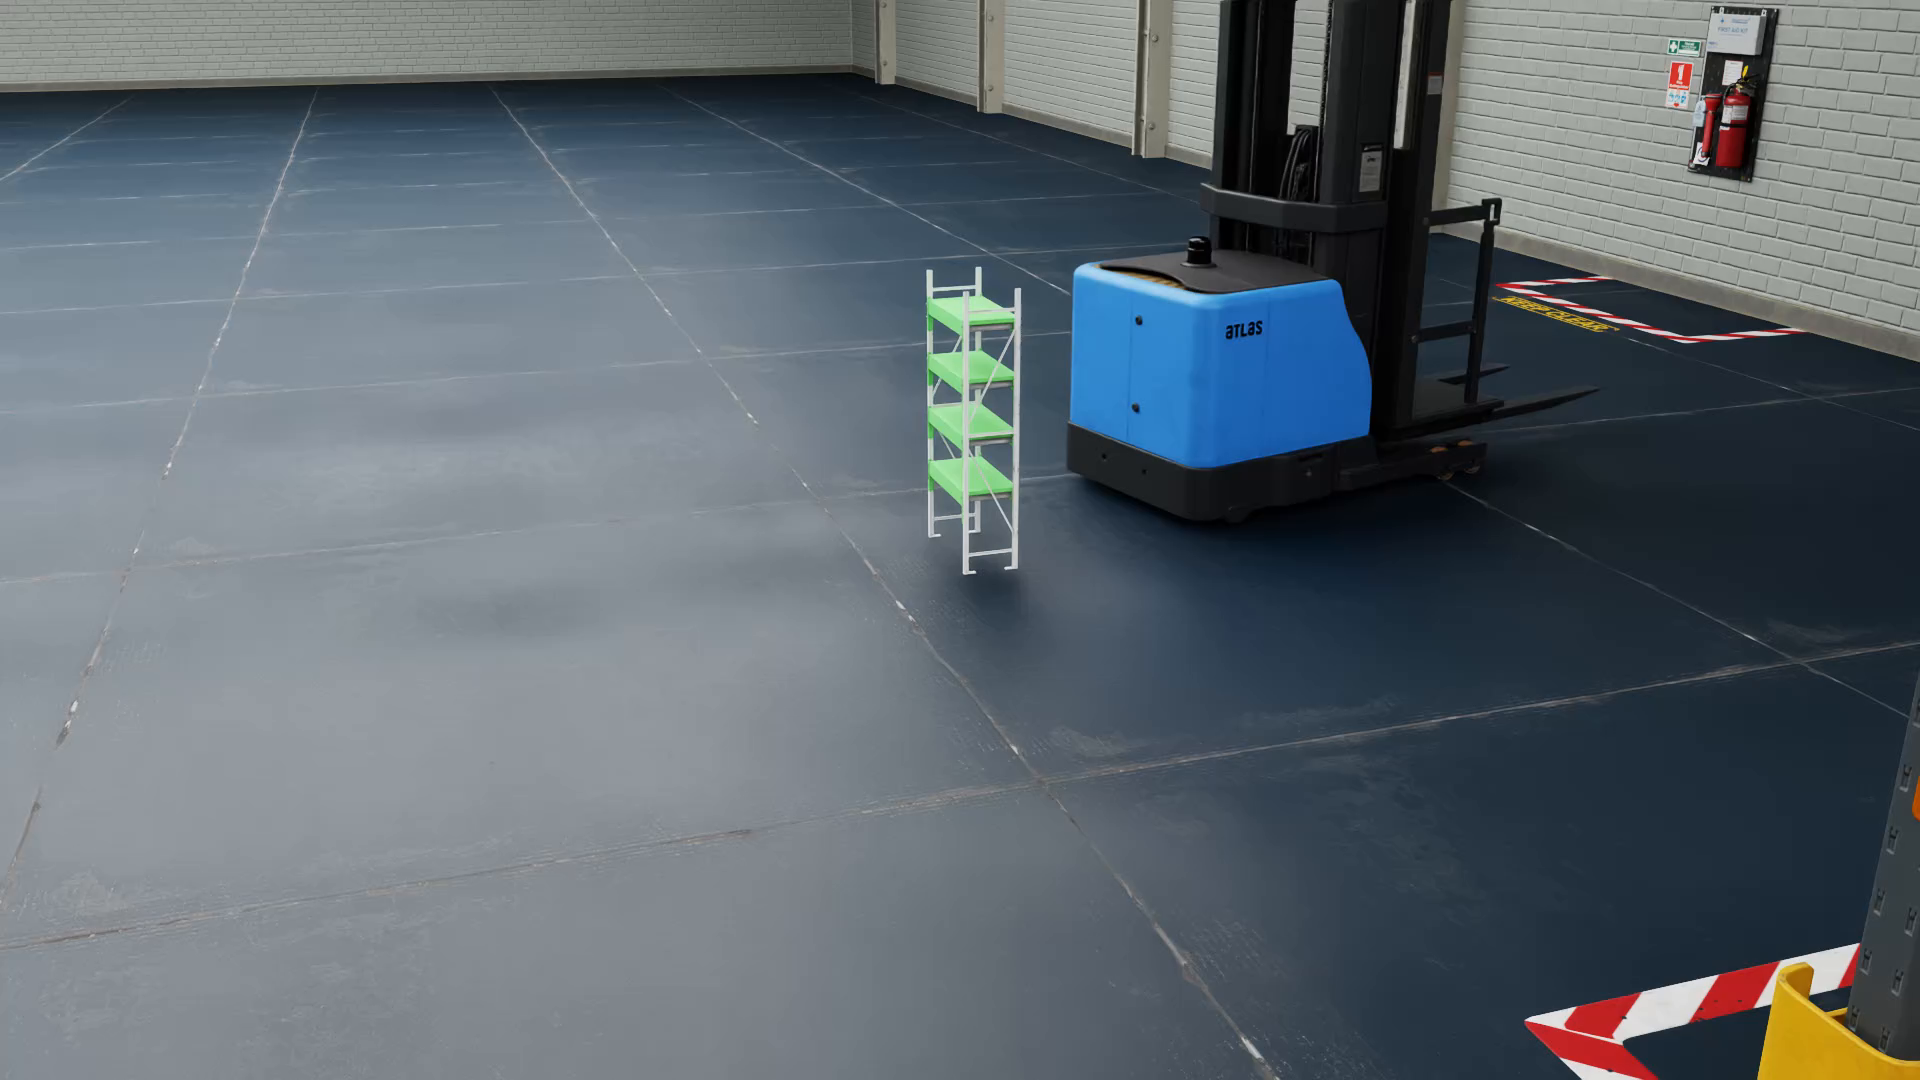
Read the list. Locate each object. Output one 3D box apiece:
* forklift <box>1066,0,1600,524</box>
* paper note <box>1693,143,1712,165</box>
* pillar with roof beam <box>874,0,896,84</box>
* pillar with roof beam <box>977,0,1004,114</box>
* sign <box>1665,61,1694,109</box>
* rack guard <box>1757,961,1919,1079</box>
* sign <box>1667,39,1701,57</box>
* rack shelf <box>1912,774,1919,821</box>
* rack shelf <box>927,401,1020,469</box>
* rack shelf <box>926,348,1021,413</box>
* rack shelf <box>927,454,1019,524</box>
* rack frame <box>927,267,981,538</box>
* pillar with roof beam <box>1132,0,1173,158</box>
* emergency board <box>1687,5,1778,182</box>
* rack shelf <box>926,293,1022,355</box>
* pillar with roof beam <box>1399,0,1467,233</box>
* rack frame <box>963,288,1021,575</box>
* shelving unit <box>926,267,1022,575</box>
[{"bbox_3d":[2.038,-1.812,8.124,3.031,2.935,1.130,-12,23,-31],"label":"forklift"},{"bbox_3d":[5.408,-2.813,12.113,0.016,0.148,0.142,-6,21,-17],"label":"paper note"},{"bbox_3d":[-5.492,-12.434,28.721,9.100,9.000,0.400,-6,21,-17],"label":"pillar with roof beam"},{"bbox_3d":[-3.606,-10.508,23.361,9.100,9.000,0.400,-6,21,-17],"label":"pillar with roof beam"},{"bbox_3d":[5.322,-3.368,12.304,0.001,0.329,0.234,-6,21,-17],"label":"sign"},{"bbox_3d":[2.274,1.123,3.551,1.175,0.500,0.348,-6,21,-17],"label":"rack guard"},{"bbox_3d":[5.315,-3.615,12.208,0.001,0.109,0.331,-6,21,-17],"label":"sign"},{"bbox_3d":[2.910,0.935,1.441,1.077,0.370,4.000,-6,21,-17],"label":"rack shelf"},{"bbox_3d":[0.052,-0.451,7.087,0.258,0.148,0.480,-6,21,-17],"label":"rack shelf"},{"bbox_3d":[0.052,-0.677,7.006,0.258,0.148,0.480,-6,21,-17],"label":"rack shelf"},{"bbox_3d":[0.052,-0.226,7.169,0.258,0.148,0.480,-6,21,-17],"label":"rack shelf"},{"bbox_3d":[-0.025,-0.590,7.284,0.240,1.200,0.015,-6,21,-17],"label":"rack frame"},{"bbox_3d":[-1.720,-8.583,18.000,9.100,9.000,0.400,-6,21,-17],"label":"pillar with roof beam"},{"bbox_3d":[5.398,-3.163,11.786,0.194,1.169,0.643,-6,21,-17],"label":"emergency board"},{"bbox_3d":[0.052,-0.903,6.925,0.258,0.148,0.480,-6,21,-17],"label":"rack shelf"},{"bbox_3d":[0.166,-6.657,12.639,9.100,9.000,0.400,-6,21,-17],"label":"pillar with roof beam"},{"bbox_3d":[0.129,-0.433,6.848,0.240,1.200,0.015,-6,21,-17],"label":"rack frame"},{"bbox_3d":[0.052,-0.512,7.066,0.258,1.200,0.503,-6,21,-17],"label":"shelving unit"}]
